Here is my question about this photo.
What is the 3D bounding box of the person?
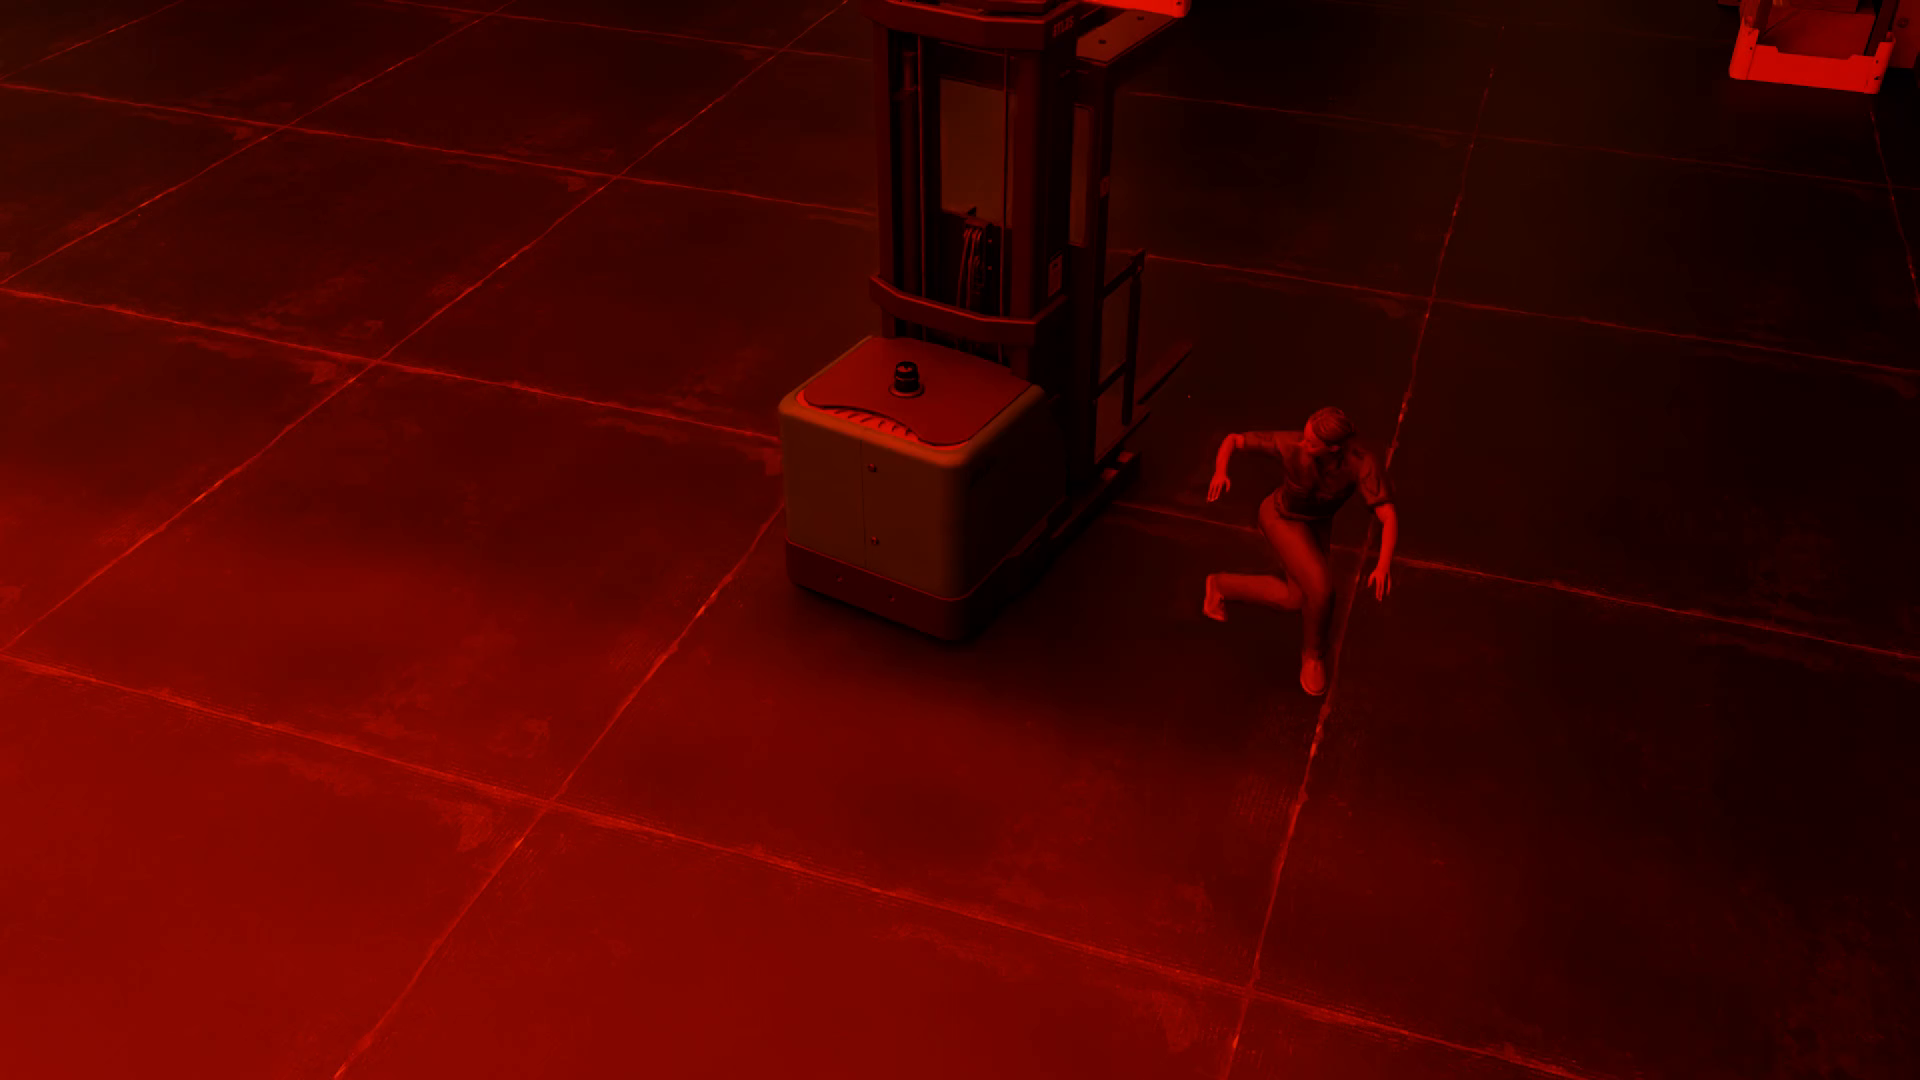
[{"bbox_3d":[1.458,0.052,7.371,0.795,1.406,1.068,-9,36,-13],"label":"person"}]

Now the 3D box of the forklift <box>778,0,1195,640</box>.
[{"bbox_3d":[0.332,-1.546,8.291,1.130,2.935,3.031,19,40,25],"label":"forklift"}]
